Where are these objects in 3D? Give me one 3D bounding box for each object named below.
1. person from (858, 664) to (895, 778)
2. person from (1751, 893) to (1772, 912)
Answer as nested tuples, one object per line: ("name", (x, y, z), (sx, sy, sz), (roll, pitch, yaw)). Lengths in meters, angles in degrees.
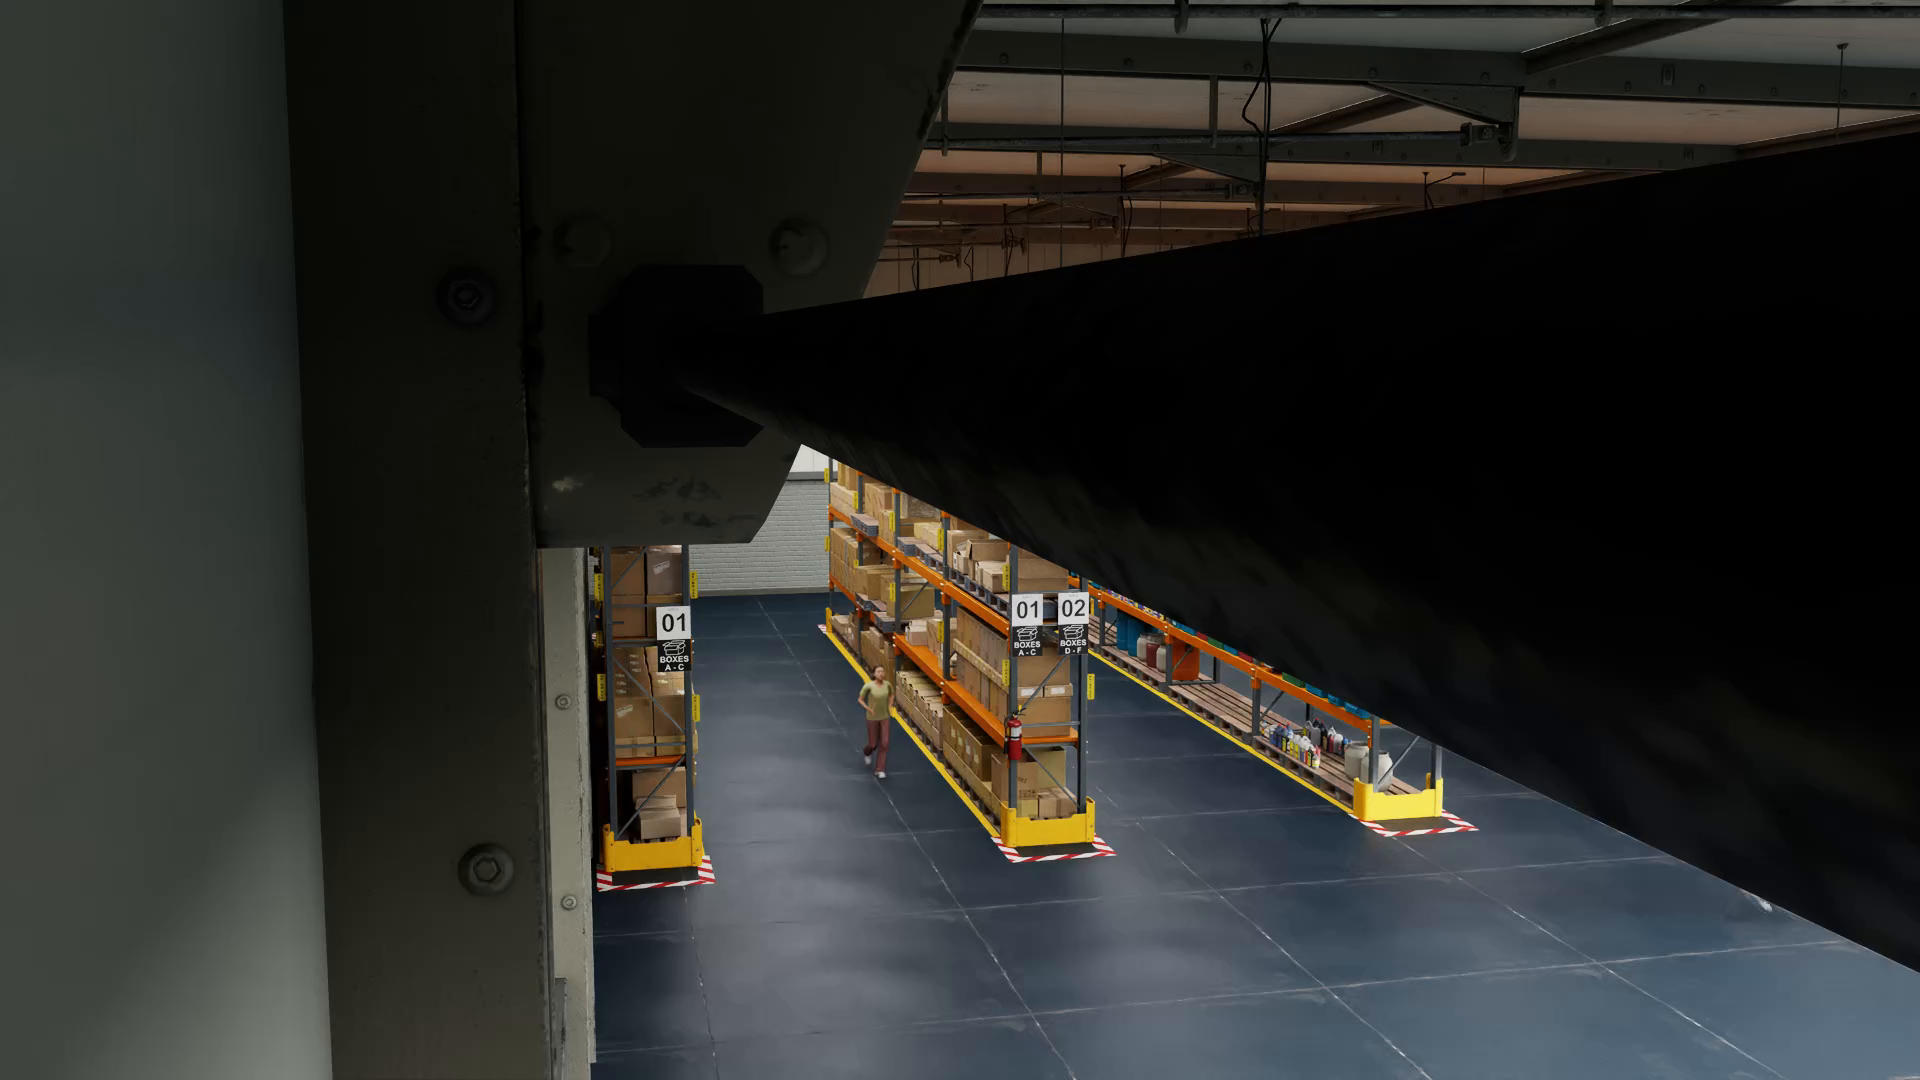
("person", (-1.209, 2.619, 24.411), (0.577, 1.643, 0.752), (-3, 7, -22))
("person", (9.139, 3.299, 18.158), (0.935, 1.770, 0.661), (1, 7, 8))
